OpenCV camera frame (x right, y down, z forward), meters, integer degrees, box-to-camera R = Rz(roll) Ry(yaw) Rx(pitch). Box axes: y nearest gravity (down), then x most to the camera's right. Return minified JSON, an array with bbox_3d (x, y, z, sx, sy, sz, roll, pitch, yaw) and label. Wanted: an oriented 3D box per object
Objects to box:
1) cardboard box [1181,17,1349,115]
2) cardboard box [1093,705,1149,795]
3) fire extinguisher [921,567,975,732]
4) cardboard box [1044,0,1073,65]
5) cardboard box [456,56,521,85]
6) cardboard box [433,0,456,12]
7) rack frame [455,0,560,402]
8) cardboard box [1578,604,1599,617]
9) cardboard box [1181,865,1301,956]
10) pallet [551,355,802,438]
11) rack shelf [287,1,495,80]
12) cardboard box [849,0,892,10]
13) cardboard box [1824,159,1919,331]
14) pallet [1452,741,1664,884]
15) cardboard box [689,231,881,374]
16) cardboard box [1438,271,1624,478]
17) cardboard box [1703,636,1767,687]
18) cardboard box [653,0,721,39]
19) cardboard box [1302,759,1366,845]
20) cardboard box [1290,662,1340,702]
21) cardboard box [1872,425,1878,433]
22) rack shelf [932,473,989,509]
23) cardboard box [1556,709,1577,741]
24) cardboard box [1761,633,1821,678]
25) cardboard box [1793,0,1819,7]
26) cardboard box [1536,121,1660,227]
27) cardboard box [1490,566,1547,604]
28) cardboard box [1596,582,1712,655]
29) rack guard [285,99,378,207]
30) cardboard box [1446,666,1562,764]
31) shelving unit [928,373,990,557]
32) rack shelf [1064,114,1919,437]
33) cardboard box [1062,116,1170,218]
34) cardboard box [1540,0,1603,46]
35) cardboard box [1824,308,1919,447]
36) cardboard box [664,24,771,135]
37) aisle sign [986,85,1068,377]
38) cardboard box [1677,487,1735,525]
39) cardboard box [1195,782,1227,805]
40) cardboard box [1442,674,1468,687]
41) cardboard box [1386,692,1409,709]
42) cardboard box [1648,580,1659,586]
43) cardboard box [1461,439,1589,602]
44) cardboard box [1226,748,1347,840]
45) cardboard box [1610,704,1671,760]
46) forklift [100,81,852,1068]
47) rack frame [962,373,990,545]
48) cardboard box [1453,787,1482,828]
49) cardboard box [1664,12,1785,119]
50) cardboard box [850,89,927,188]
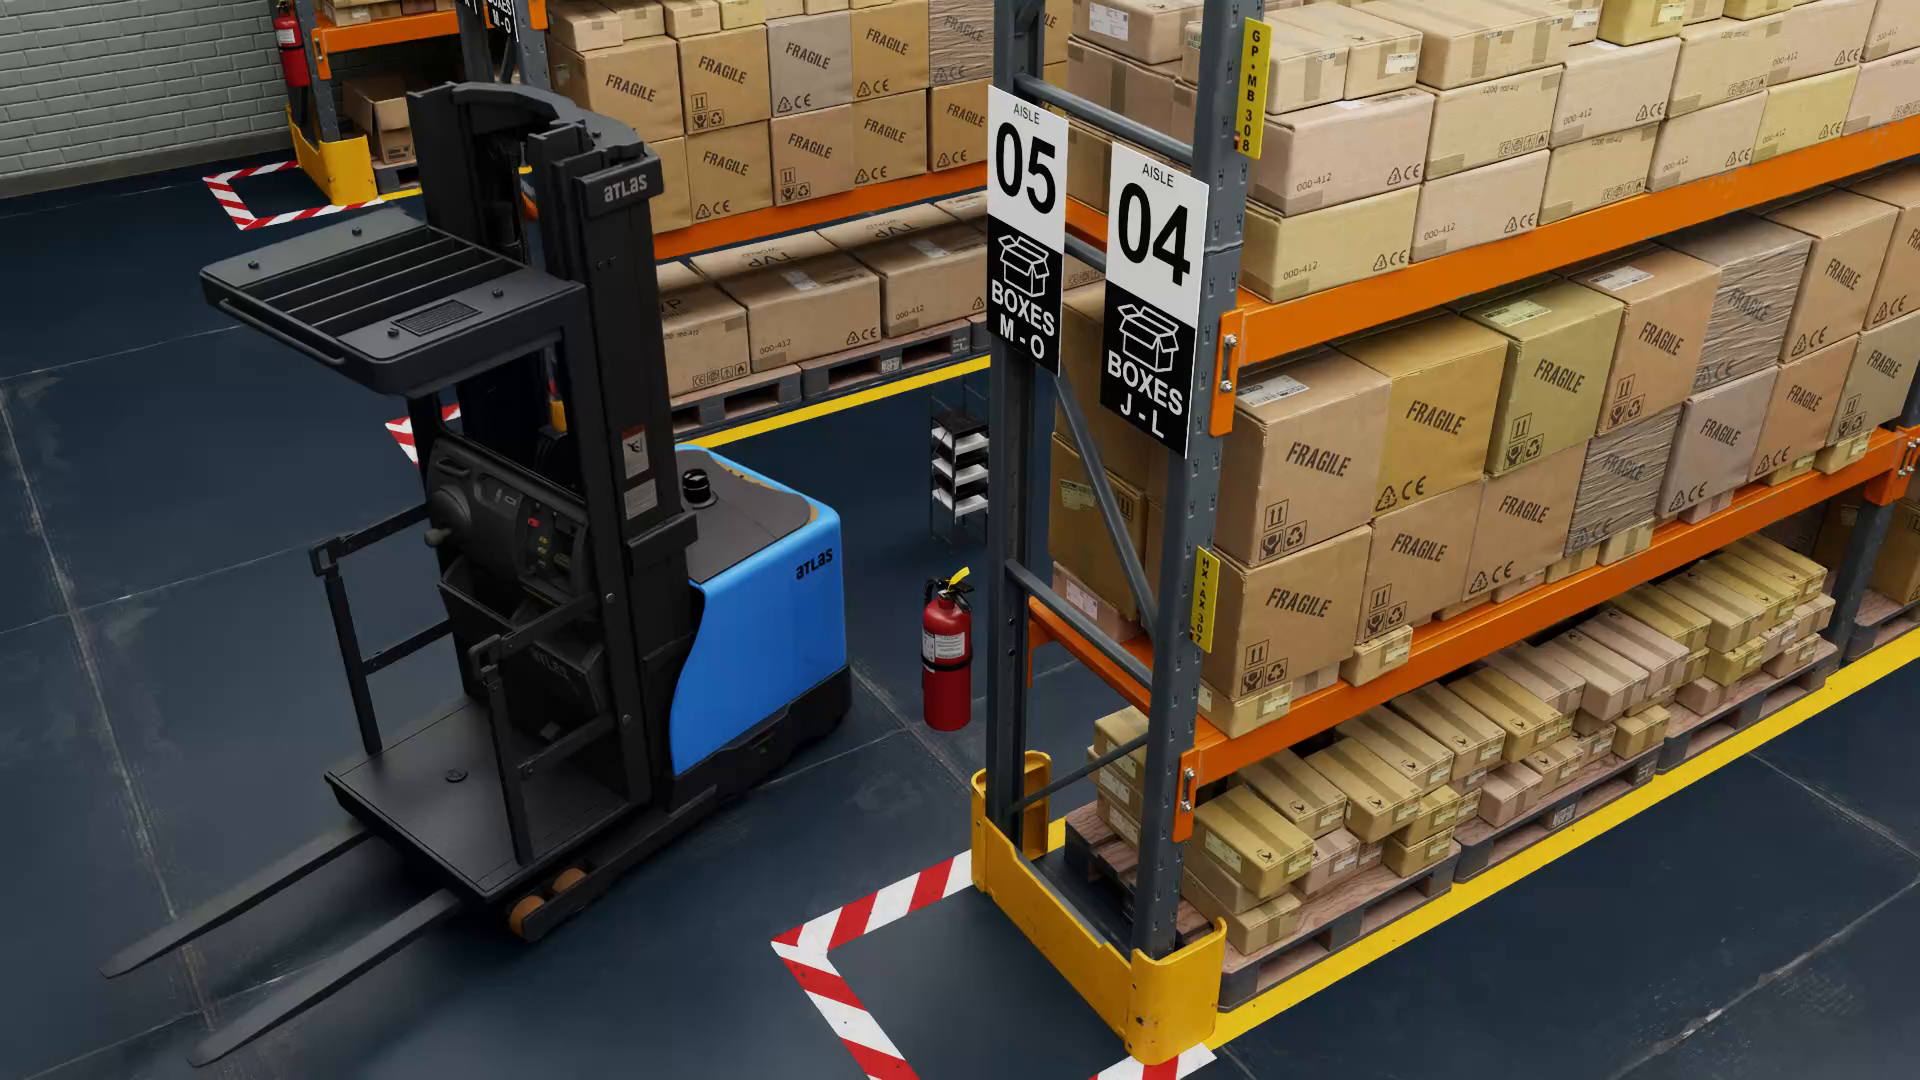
[{"bbox_3d":[0.812,-1.279,4.452,0.250,0.149,0.380,-19,37,-28],"label":"cardboard box"},{"bbox_3d":[0.724,0.808,6.378,0.250,0.149,0.380,-19,37,-27],"label":"cardboard box"},{"bbox_3d":[-0.046,0.354,5.799,0.183,0.674,0.296,-19,37,-27],"label":"fire extinguisher"},{"bbox_3d":[0.333,-3.111,9.839,0.500,0.500,0.500,-20,37,-28],"label":"cardboard box"},{"bbox_3d":[-3.738,-3.602,13.597,0.500,0.500,0.700,-17,36,-25],"label":"cardboard box"},{"bbox_3d":[-3.982,-4.214,12.855,0.250,0.149,0.380,-18,36,-26],"label":"cardboard box"},{"bbox_3d":[-2.351,-1.892,8.938,0.127,3.000,1.000,-19,37,-27],"label":"rack frame"},{"bbox_3d":[2.720,0.159,7.407,0.250,0.149,0.380,-20,37,-28],"label":"cardboard box"},{"bbox_3d":[1.030,1.318,6.127,0.250,0.149,0.380,-18,37,-26],"label":"cardboard box"},{"bbox_3d":[-1.721,-0.979,10.105,1.213,0.211,1.003,-19,37,-27],"label":"pallet"},{"bbox_3d":[-3.362,-4.391,13.574,4.000,0.370,1.077,-19,37,-27],"label":"rack shelf"},{"bbox_3d":[-0.576,-3.040,9.119,0.250,0.149,0.380,-20,37,-28],"label":"cardboard box"},{"bbox_3d":[3.529,-1.192,6.518,0.500,0.500,0.500,-20,38,-29],"label":"cardboard box"},{"bbox_3d":[2.206,0.886,7.147,1.213,0.211,1.003,-19,37,-27],"label":"pallet"},{"bbox_3d":[-1.086,-1.490,10.309,0.875,0.438,0.875,-18,36,-26],"label":"cardboard box"},{"bbox_3d":[1.807,-0.593,5.568,0.500,0.500,0.500,-20,37,-28],"label":"cardboard box"},{"bbox_3d":[3.249,0.447,7.230,0.250,0.149,0.380,-20,38,-29],"label":"cardboard box"},{"bbox_3d":[-1.440,-2.742,8.646,0.250,0.149,0.380,-18,36,-26],"label":"cardboard box"},{"bbox_3d":[1.414,1.000,6.353,0.250,0.149,0.380,-18,37,-27],"label":"cardboard box"},{"bbox_3d":[1.057,0.366,5.594,0.250,0.149,0.380,-18,36,-26],"label":"cardboard box"},{"bbox_3d":[3.665,-0.564,7.069,0.250,0.149,0.380,-19,37,-28],"label":"cardboard box"},{"bbox_3d":[-0.007,-0.274,8.572,0.200,0.077,0.258,-19,37,-27],"label":"rack shelf"},{"bbox_3d":[2.298,0.684,6.853,0.250,0.149,0.380,-17,36,-25],"label":"cardboard box"},{"bbox_3d":[3.633,0.436,7.526,0.250,0.149,0.380,-18,37,-27],"label":"cardboard box"},{"bbox_3d":[2.590,-1.845,5.350,0.250,0.149,0.380,-19,37,-28],"label":"cardboard box"},{"bbox_3d":[1.803,-1.227,5.213,0.500,0.250,0.500,-20,37,-29],"label":"cardboard box"},{"bbox_3d":[1.920,0.049,6.096,0.250,0.149,0.380,-20,37,-28],"label":"cardboard box"},{"bbox_3d":[2.961,0.345,7.113,0.250,0.149,0.380,-18,36,-26],"label":"cardboard box"},{"bbox_3d":[-4.980,-3.082,13.167,0.348,0.500,1.175,-19,37,-27],"label":"rack guard"},{"bbox_3d":[2.136,0.686,6.571,0.250,0.149,0.380,-18,37,-27],"label":"cardboard box"},{"bbox_3d":[-0.007,-0.378,8.506,0.210,0.900,0.258,-19,37,-27],"label":"shelving unit"},{"bbox_3d":[2.097,-1.244,5.774,4.000,0.370,1.077,-19,37,-27],"label":"rack shelf"},{"bbox_3d":[0.655,-1.157,5.102,0.500,0.250,0.500,-20,37,-28],"label":"cardboard box"},{"bbox_3d":[1.667,-1.582,4.933,0.250,0.149,0.380,-18,36,-26],"label":"cardboard box"},{"bbox_3d":[3.524,-0.760,6.770,0.500,0.500,0.500,-19,37,-27],"label":"cardboard box"},{"bbox_3d":[-1.363,-2.521,8.904,0.500,0.500,0.500,-20,37,-29],"label":"cardboard box"},{"bbox_3d":[0.192,-0.915,4.952,0.004,0.787,0.394,-19,37,-27],"label":"aisle sign"},{"bbox_3d":[2.808,-0.235,6.547,0.250,0.149,0.380,-21,38,-29],"label":"cardboard box"},{"bbox_3d":[0.954,0.869,6.561,0.250,0.149,0.380,-20,37,-28],"label":"cardboard box"},{"bbox_3d":[2.050,0.635,7.211,0.250,0.149,0.380,-18,36,-26],"label":"cardboard box"},{"bbox_3d":[1.794,0.548,7.070,0.250,0.149,0.380,-17,36,-25],"label":"cardboard box"},{"bbox_3d":[2.951,0.205,7.612,0.250,0.149,0.380,-19,37,-28],"label":"cardboard box"},{"bbox_3d":[1.798,-0.178,5.848,0.500,0.500,0.500,-18,37,-27],"label":"cardboard box"},{"bbox_3d":[1.207,0.942,6.166,0.250,0.149,0.380,-18,37,-26],"label":"cardboard box"},{"bbox_3d":[2.763,0.735,7.051,0.250,0.149,0.380,-19,37,-27],"label":"cardboard box"},{"bbox_3d":[-1.822,-0.021,6.036,1.130,2.935,3.031,24,40,33],"label":"forklift"},{"bbox_3d":[0.079,-0.408,8.553,0.006,0.900,0.240,-19,37,-27],"label":"rack frame"},{"bbox_3d":[1.847,0.990,6.648,0.250,0.149,0.380,-19,37,-27],"label":"cardboard box"},{"bbox_3d":[2.219,-1.568,5.285,0.500,0.250,0.500,-20,38,-29],"label":"cardboard box"},{"bbox_3d":[-0.533,-2.395,9.641,0.500,0.500,0.500,-18,36,-26],"label":"cardboard box"}]
